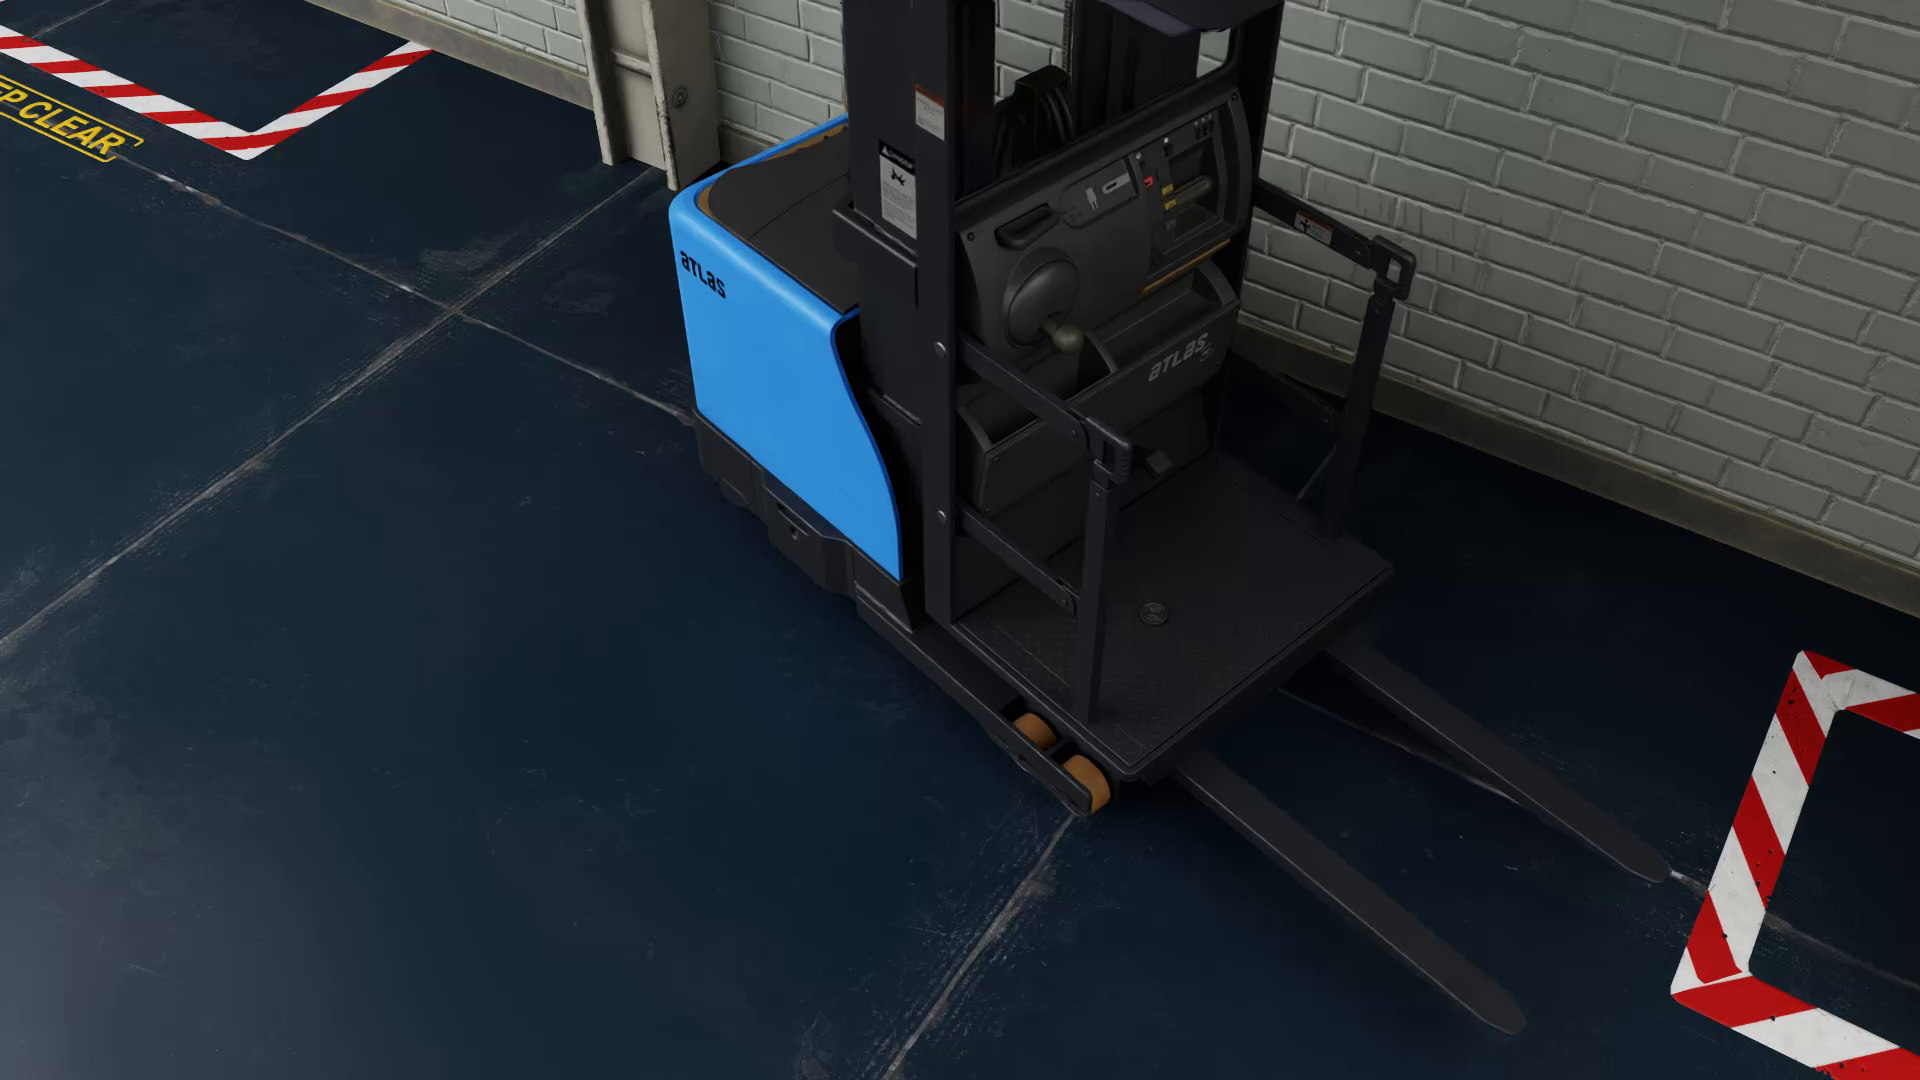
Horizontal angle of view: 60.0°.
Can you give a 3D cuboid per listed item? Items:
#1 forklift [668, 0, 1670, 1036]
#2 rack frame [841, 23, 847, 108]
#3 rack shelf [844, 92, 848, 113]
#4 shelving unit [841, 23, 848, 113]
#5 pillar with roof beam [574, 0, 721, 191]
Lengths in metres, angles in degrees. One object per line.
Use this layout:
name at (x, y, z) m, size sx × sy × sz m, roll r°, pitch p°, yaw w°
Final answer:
forklift at (0.512, -0.691, 3.877) m, size 1.130 × 2.935 × 3.031 m, roll -33°, pitch 54°, yaw -28°
rack frame at (-0.291, -1.236, 5.614) m, size 0.006 × 1.200 × 0.240 m, roll 29°, pitch 52°, yaw 25°
rack shelf at (-0.219, -1.416, 5.349) m, size 0.180 × 0.103 × 0.258 m, roll 29°, pitch 52°, yaw 25°
shelving unit at (-0.219, -1.196, 5.575) m, size 0.189 × 1.200 × 0.258 m, roll 29°, pitch 52°, yaw 25°
pillar with roof beam at (-3.526, -2.087, 1.003) m, size 0.400 × 9.000 × 9.100 m, roll 25°, pitch 51°, yaw 22°
